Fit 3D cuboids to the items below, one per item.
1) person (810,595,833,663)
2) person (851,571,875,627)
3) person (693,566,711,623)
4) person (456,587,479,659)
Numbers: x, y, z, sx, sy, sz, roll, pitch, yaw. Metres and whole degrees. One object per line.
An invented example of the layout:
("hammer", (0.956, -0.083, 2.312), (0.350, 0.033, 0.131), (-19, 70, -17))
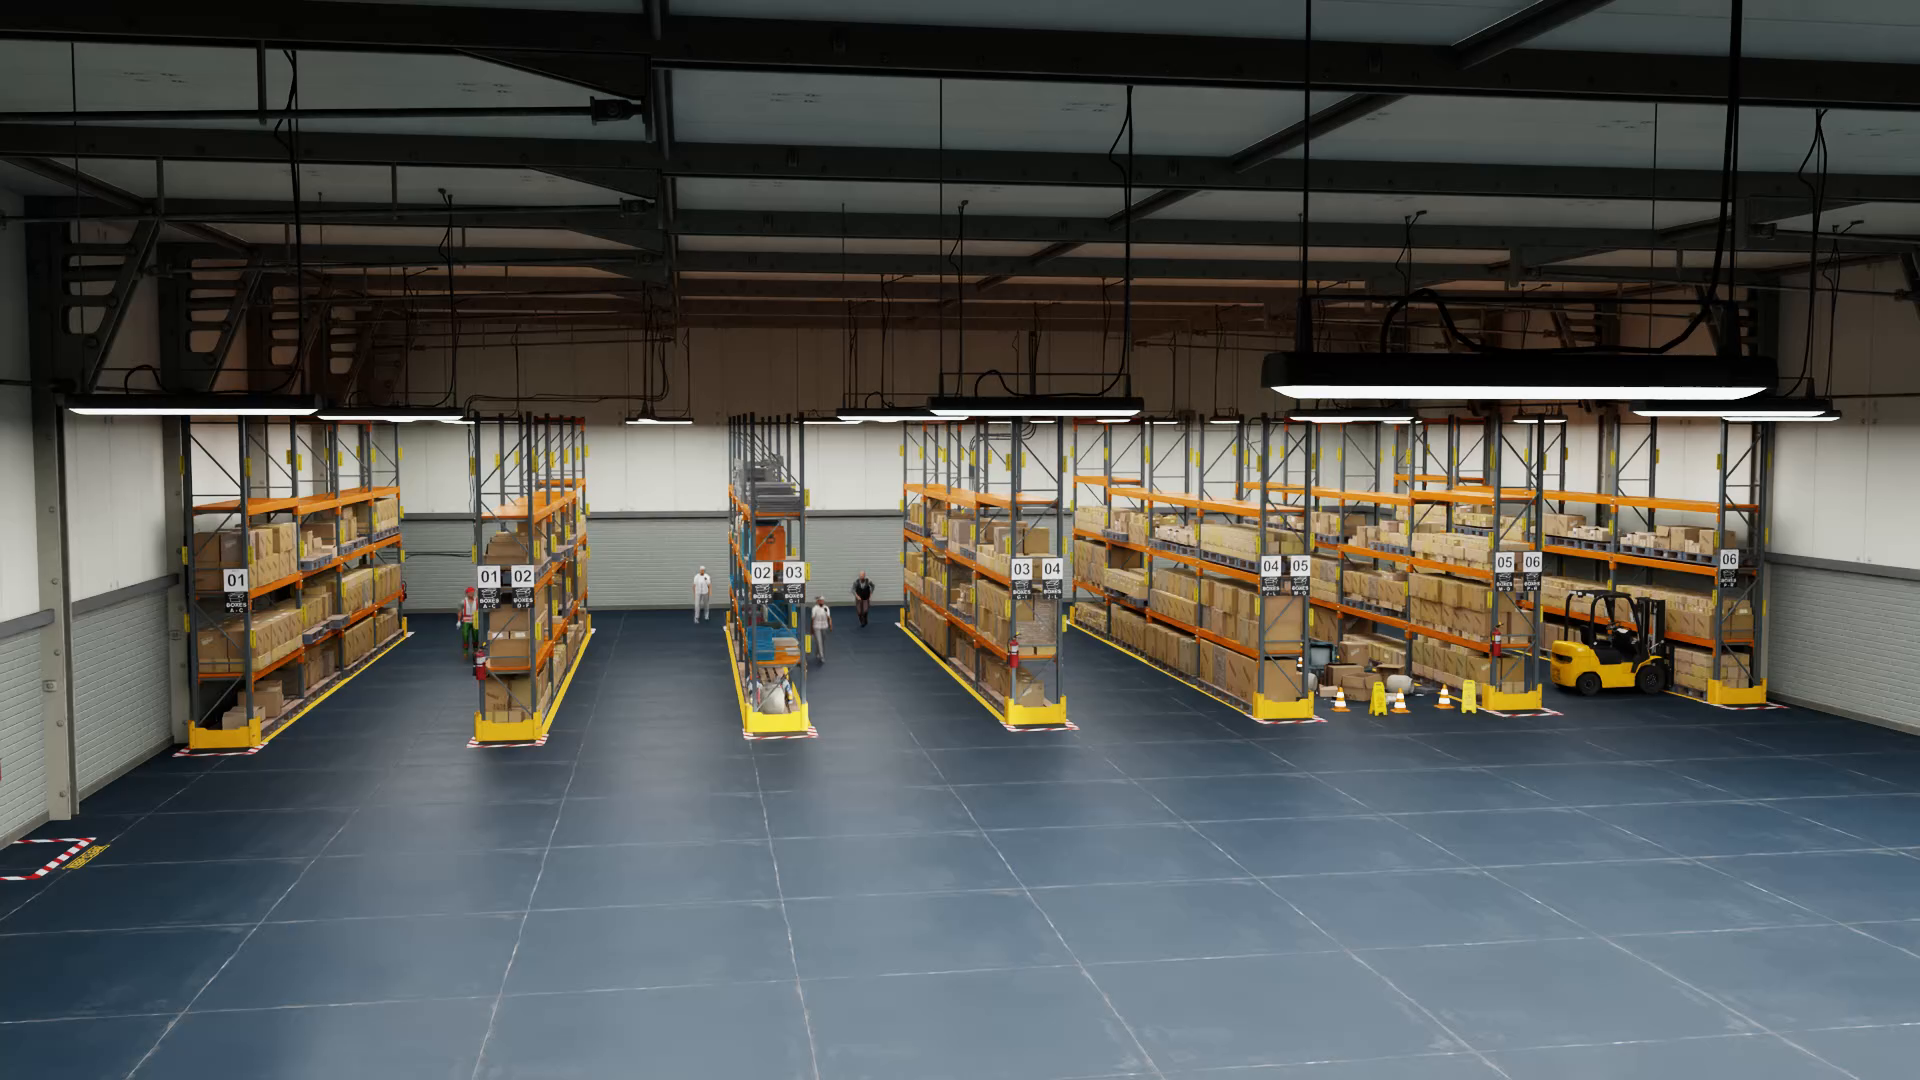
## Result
("person", (-3.372, 2.135, 40.541), (0.479, 1.624, 1.058), (-2, 4, -24))
("person", (-2.767, 1.683, 47.442), (0.669, 1.632, 0.724), (0, 4, 0))
("person", (-7.572, 1.575, 48.848), (0.562, 1.623, 0.985), (0, 4, -1))
("person", (-12.125, 2.029, 41.124), (0.655, 1.720, 1.050), (-1, 4, -14))
